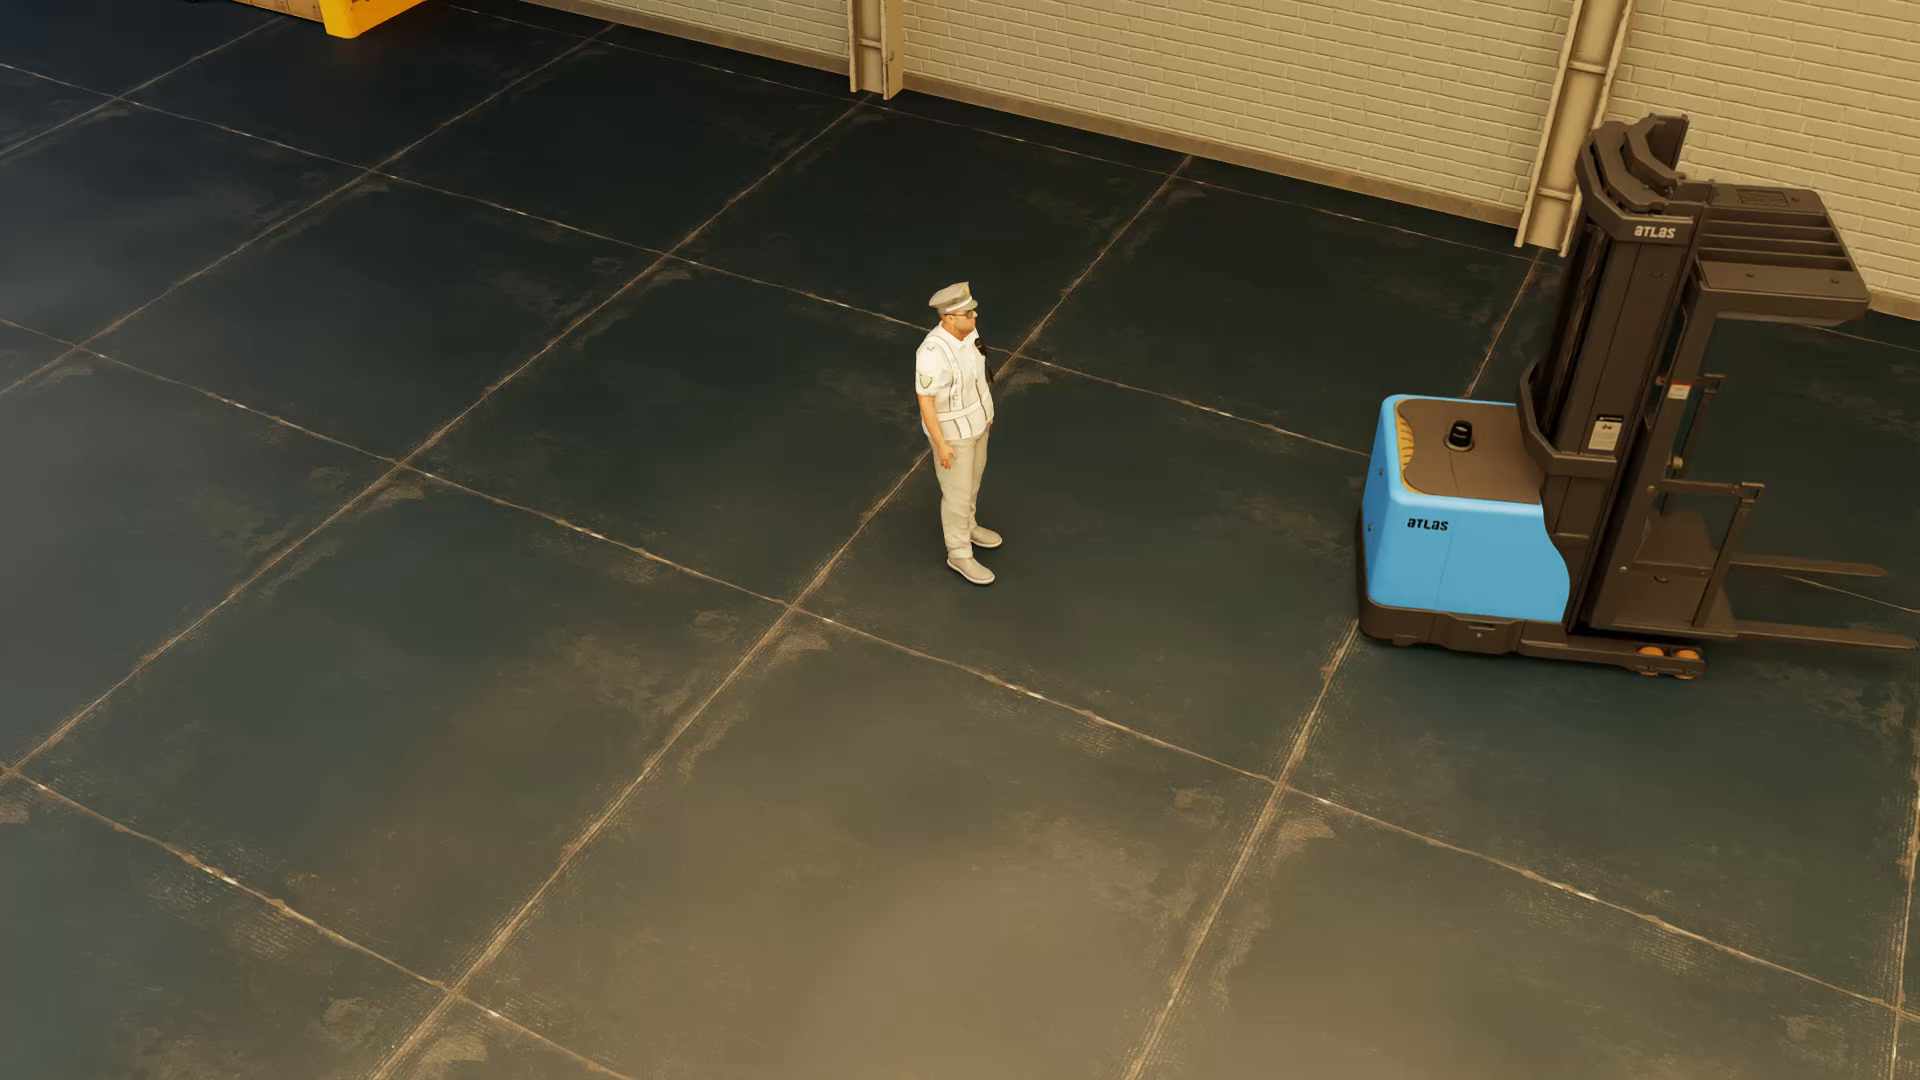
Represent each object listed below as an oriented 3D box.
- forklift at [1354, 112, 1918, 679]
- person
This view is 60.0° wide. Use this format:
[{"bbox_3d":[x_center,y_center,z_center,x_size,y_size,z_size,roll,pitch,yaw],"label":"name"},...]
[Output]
[{"bbox_3d":[3.860,-0.709,8.828,3.031,2.935,1.130,5,40,6],"label":"forklift"},{"bbox_3d":[0.064,-0.658,9.647,0.574,1.780,0.641,18,43,21],"label":"person"}]
